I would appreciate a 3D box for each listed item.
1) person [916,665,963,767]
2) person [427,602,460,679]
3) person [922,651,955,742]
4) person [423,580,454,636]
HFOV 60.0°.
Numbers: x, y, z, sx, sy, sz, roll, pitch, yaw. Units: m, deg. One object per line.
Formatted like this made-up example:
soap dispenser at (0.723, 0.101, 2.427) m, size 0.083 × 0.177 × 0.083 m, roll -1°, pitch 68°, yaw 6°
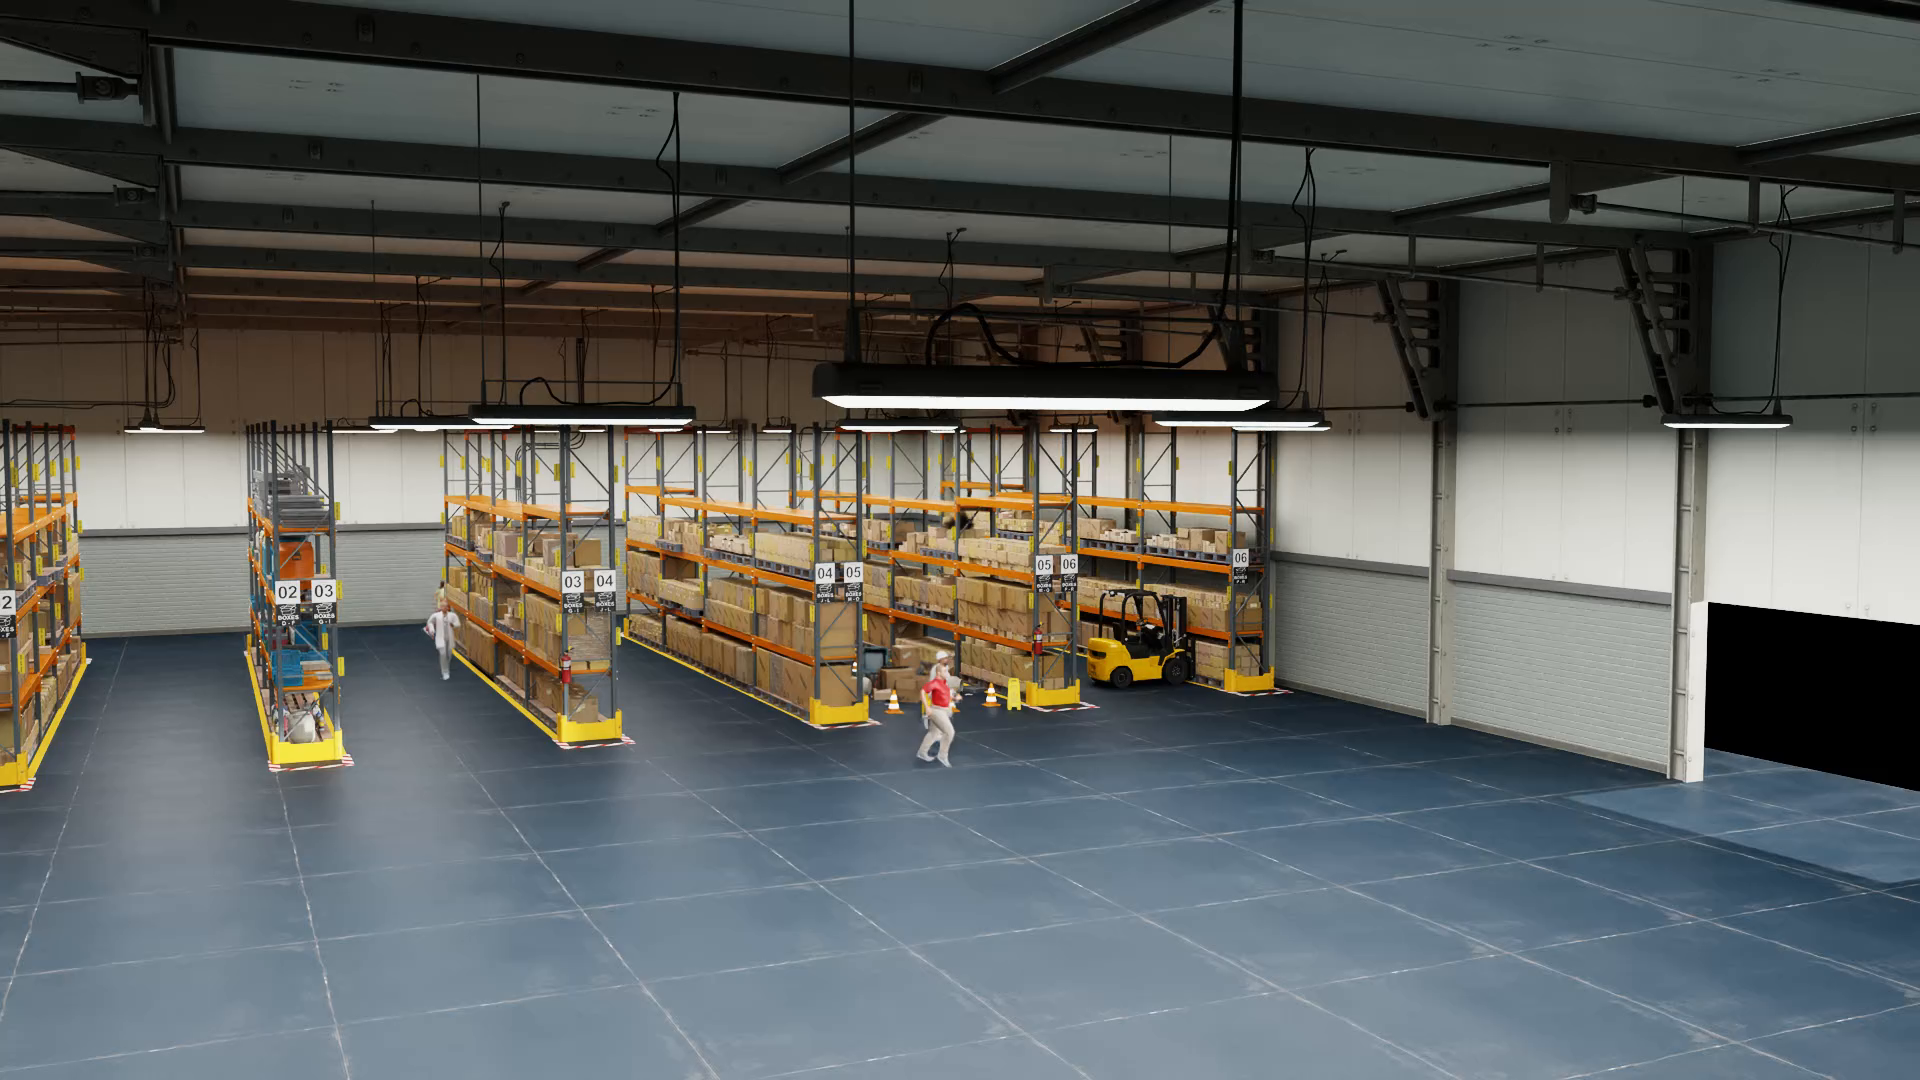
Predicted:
person at (-0.352, 3.066, 28.923) m, size 0.839 × 1.792 × 0.627 m, roll 1°, pitch 4°, yaw 11°
person at (-12.174, 2.347, 39.319) m, size 0.695 × 1.781 × 1.045 m, roll -2°, pitch 4°, yaw -30°
person at (-0.386, 2.929, 31.112) m, size 0.695 × 1.728 × 0.729 m, roll 1°, pitch 4°, yaw 20°
person at (-14.623, 1.963, 46.876) m, size 1.005 × 1.667 × 0.599 m, roll -1°, pitch 4°, yaw -21°
